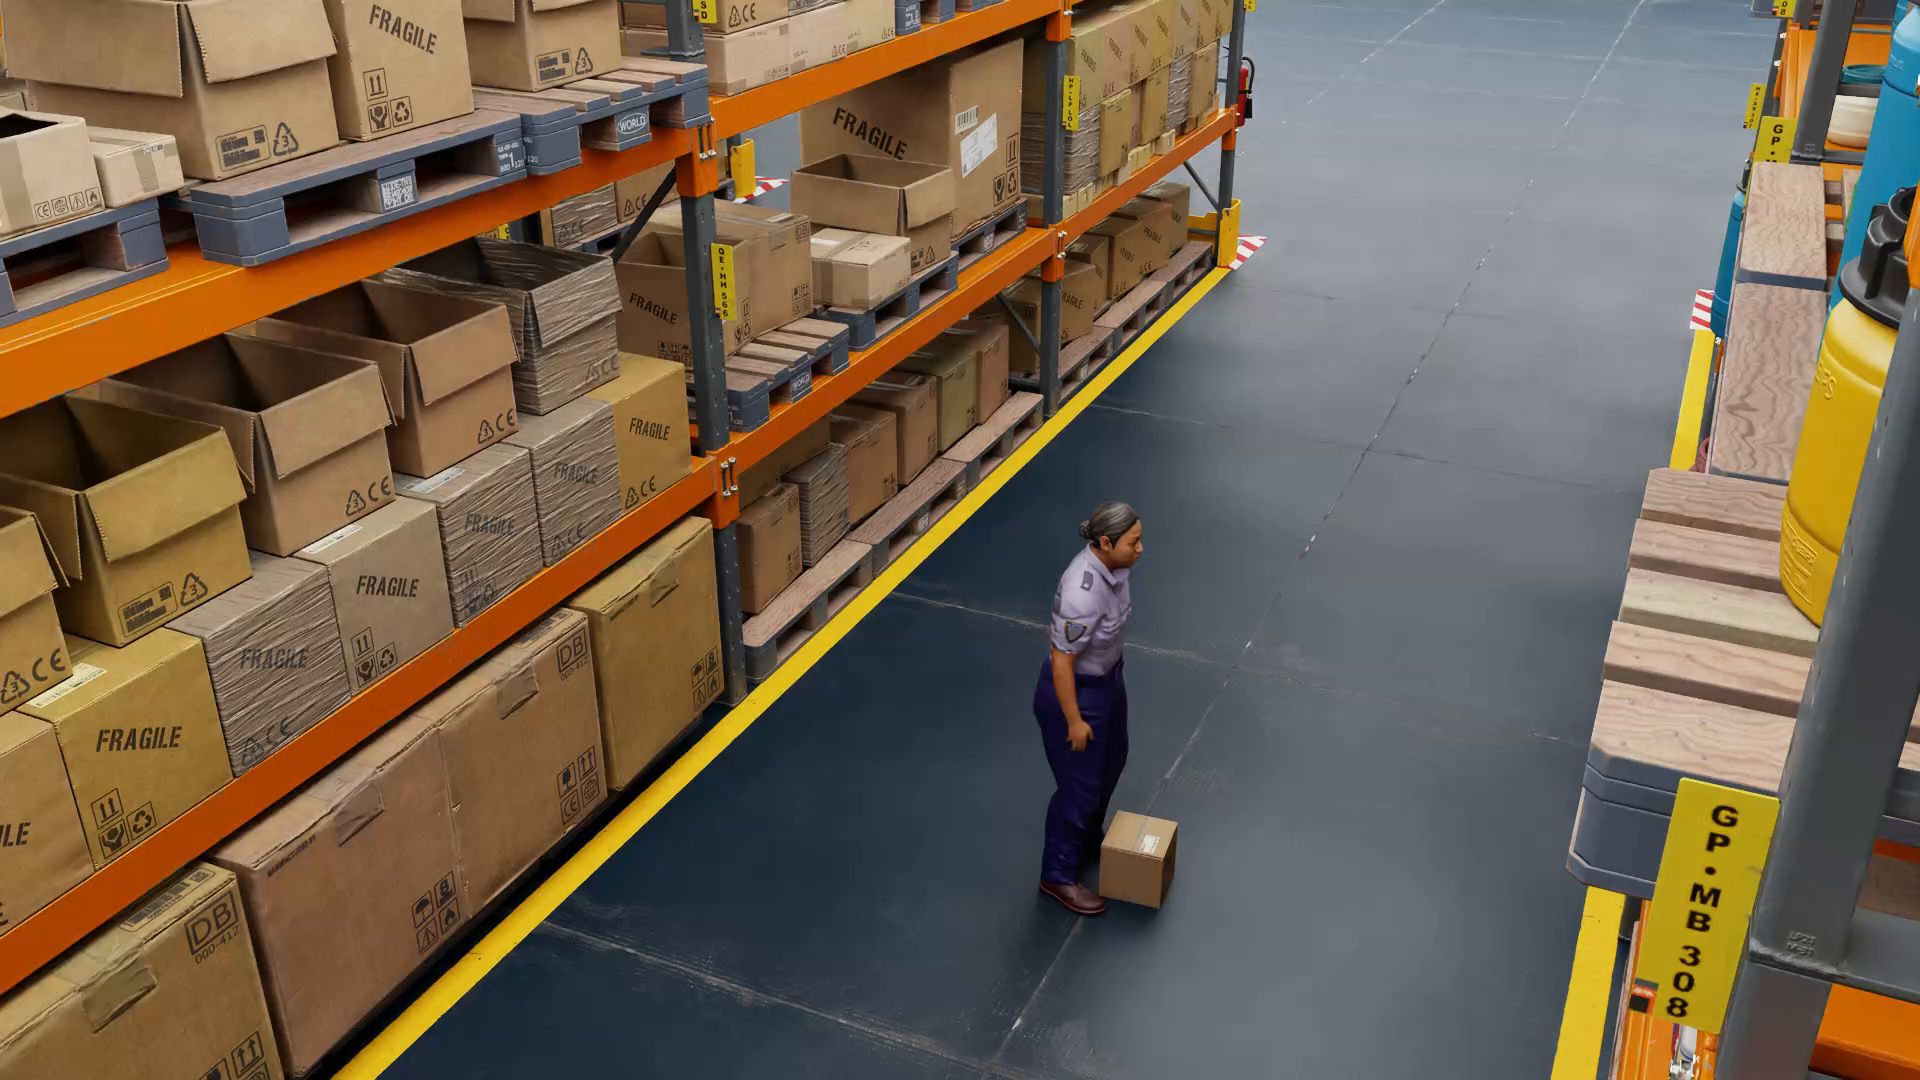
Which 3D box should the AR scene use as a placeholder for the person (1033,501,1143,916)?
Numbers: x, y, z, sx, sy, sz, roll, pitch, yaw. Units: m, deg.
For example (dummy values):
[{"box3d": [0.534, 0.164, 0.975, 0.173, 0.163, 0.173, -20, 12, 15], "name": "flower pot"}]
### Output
[{"box3d": [0.492, 0.603, 6.403, 0.367, 1.651, 0.547, 11, 28, 21], "name": "person"}]
